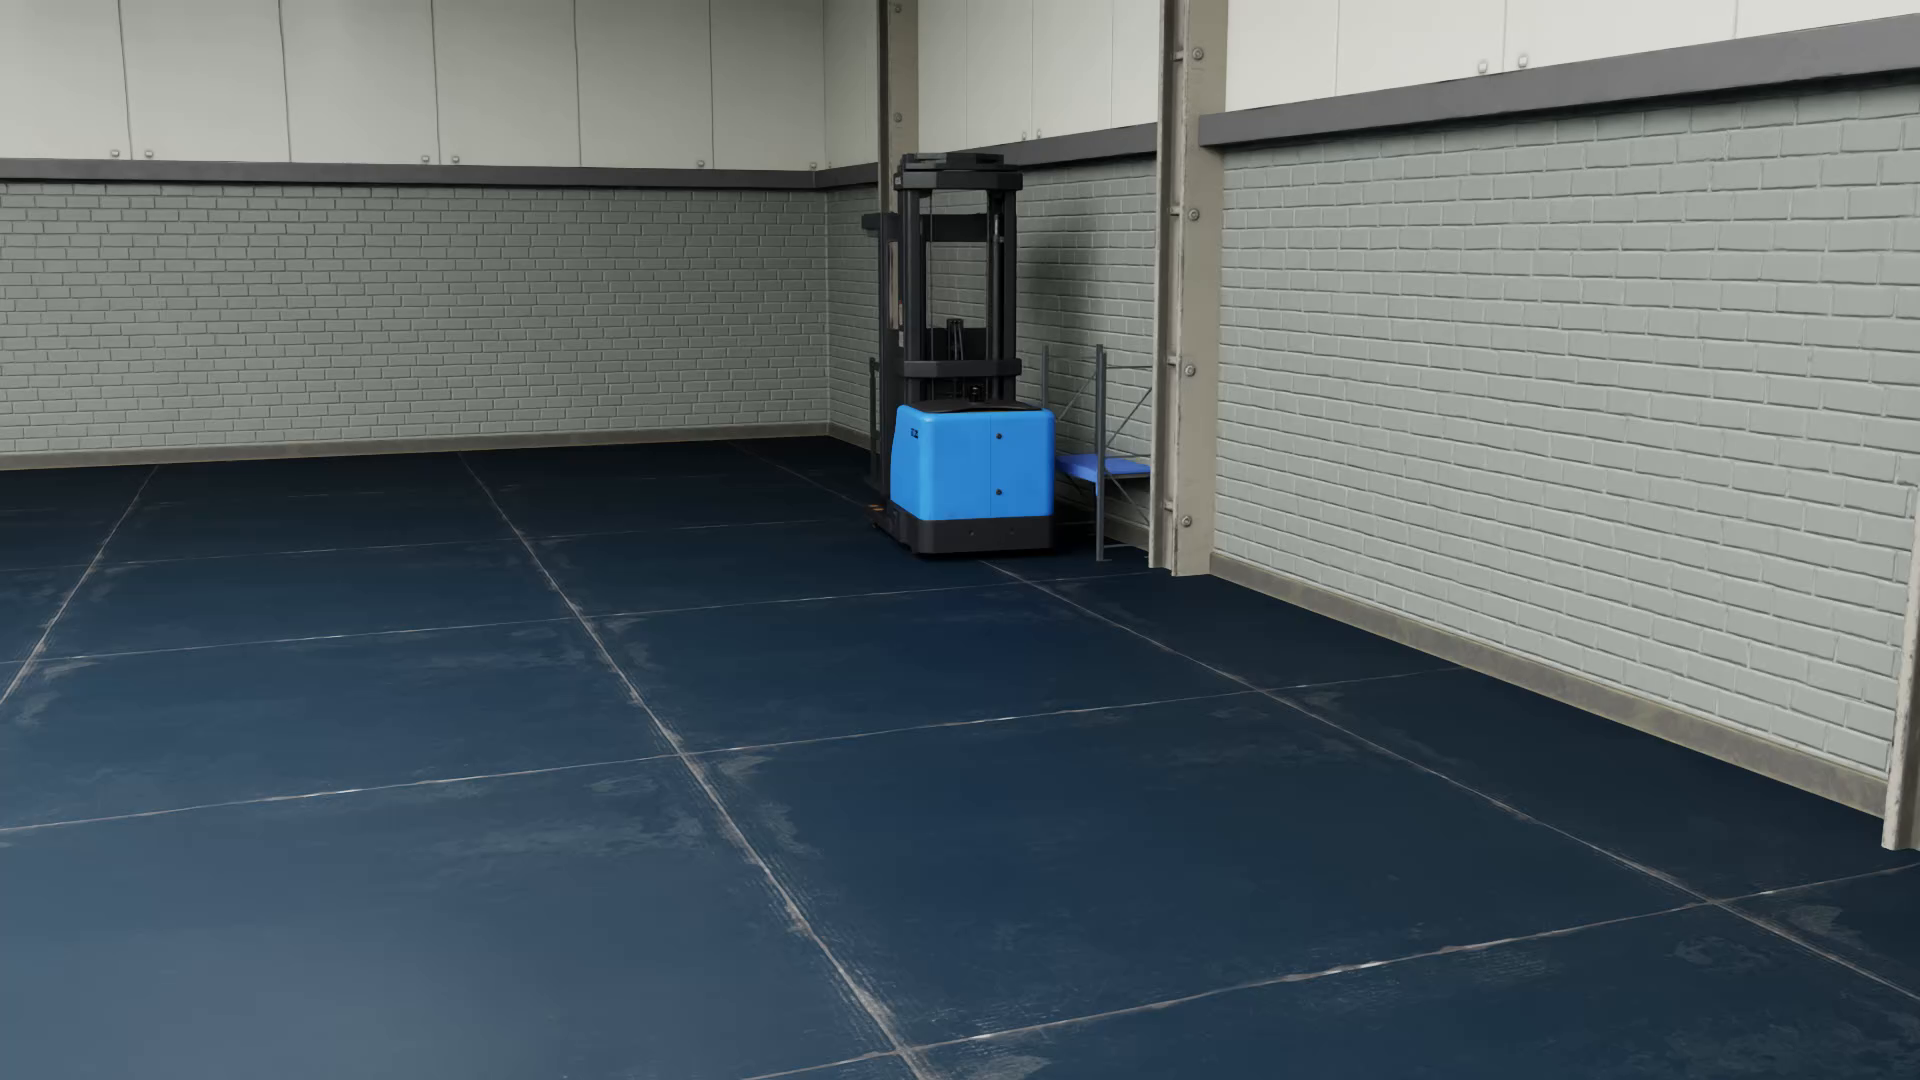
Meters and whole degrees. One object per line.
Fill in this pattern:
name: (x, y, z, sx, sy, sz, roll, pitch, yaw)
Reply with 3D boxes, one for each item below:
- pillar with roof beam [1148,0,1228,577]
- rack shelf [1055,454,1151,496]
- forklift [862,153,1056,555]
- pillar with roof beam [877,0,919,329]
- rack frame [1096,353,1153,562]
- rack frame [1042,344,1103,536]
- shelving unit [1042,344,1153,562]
pillar with roof beam: (-2.456, -3.946, 9.409, 9.100, 9.000, 0.400, -4, 11, -21)
rack shelf: (1.048, -0.506, 12.511, 0.538, 0.185, 1.000, -4, 11, -20)
forklift: (-0.159, -1.550, 13.262, 1.130, 2.935, 3.031, -3, 10, -14)
pillar with roof beam: (-4.630, -4.925, 14.915, 9.100, 9.000, 0.400, -4, 11, -21)
rack frame: (1.227, -0.600, 12.012, 0.500, 1.500, 0.032, -4, 11, -20)
rack frame: (0.869, -0.767, 12.948, 0.500, 1.500, 0.032, -4, 11, -20)
shelving unit: (1.048, -0.683, 12.480, 0.538, 1.500, 1.048, -4, 11, -20)
